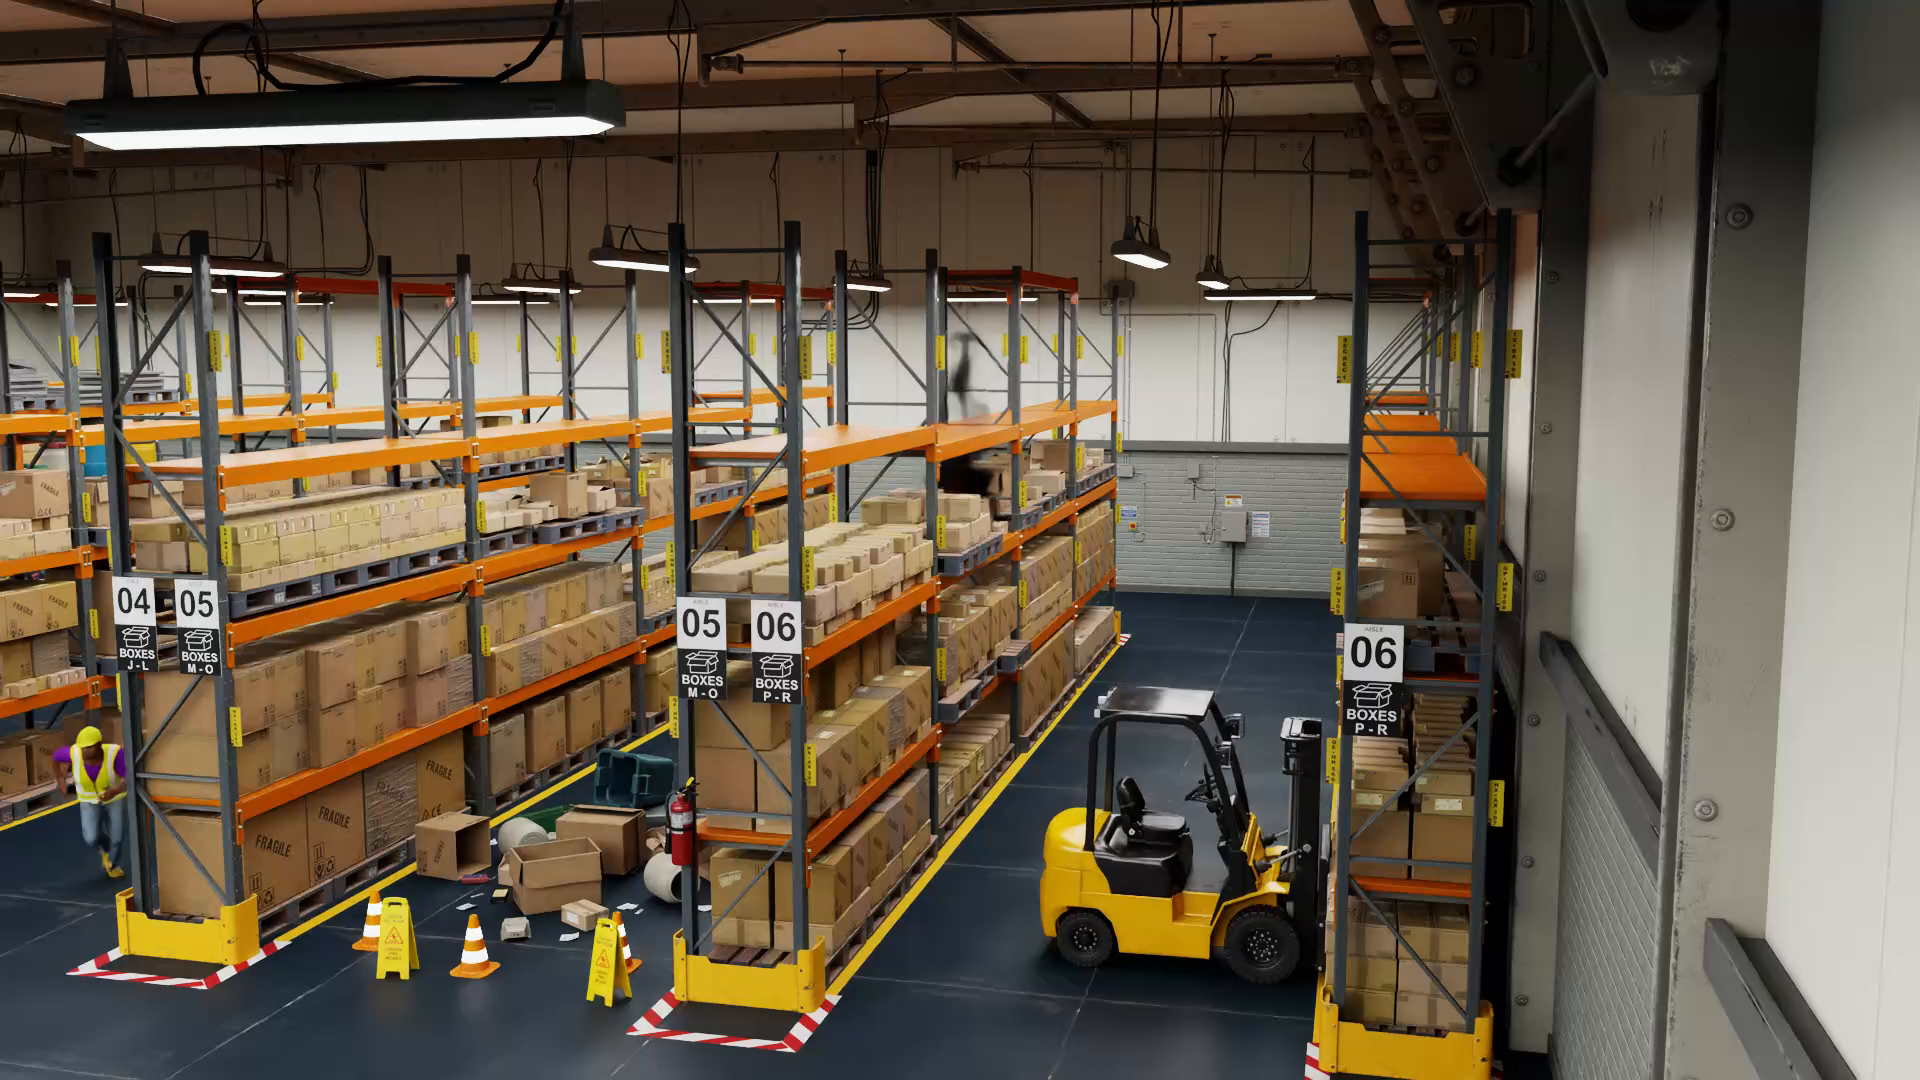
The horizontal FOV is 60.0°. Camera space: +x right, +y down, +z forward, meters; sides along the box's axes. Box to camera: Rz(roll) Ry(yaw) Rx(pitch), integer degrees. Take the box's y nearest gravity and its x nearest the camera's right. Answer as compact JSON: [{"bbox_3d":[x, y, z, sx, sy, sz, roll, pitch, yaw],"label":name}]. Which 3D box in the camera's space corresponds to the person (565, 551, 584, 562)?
[{"bbox_3d":[-7.425,0.454,31.702,0.758,1.719,0.747,-1,7,-7],"label":"person"}]

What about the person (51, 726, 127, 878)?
[{"bbox_3d":[-8.151,2.482,15.661,0.735,1.578,0.838,-2,7,-16],"label":"person"}]
